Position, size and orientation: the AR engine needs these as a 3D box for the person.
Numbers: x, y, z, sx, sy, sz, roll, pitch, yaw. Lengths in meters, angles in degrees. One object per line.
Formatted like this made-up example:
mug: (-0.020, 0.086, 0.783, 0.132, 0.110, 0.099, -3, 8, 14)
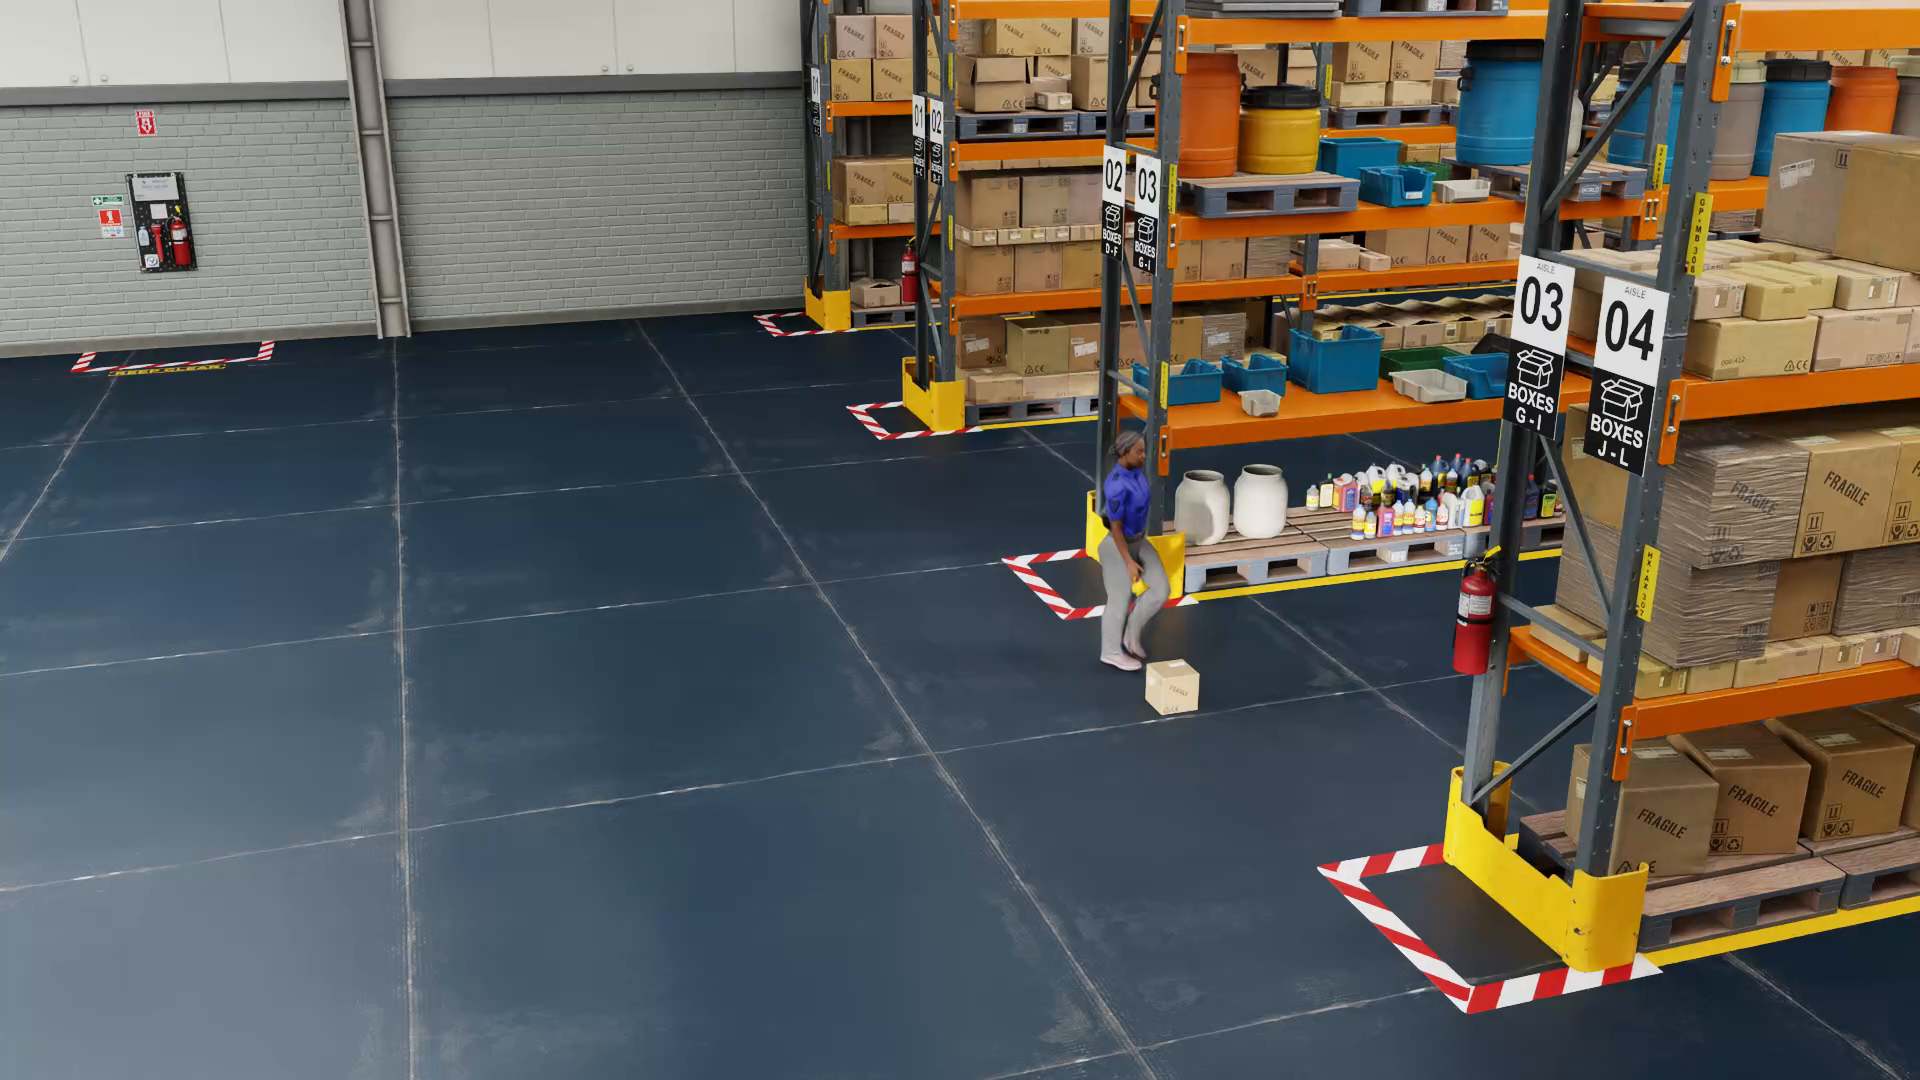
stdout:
person: (1.219, 0.119, 10.738, 0.785, 1.650, 0.496, 16, 25, 37)
